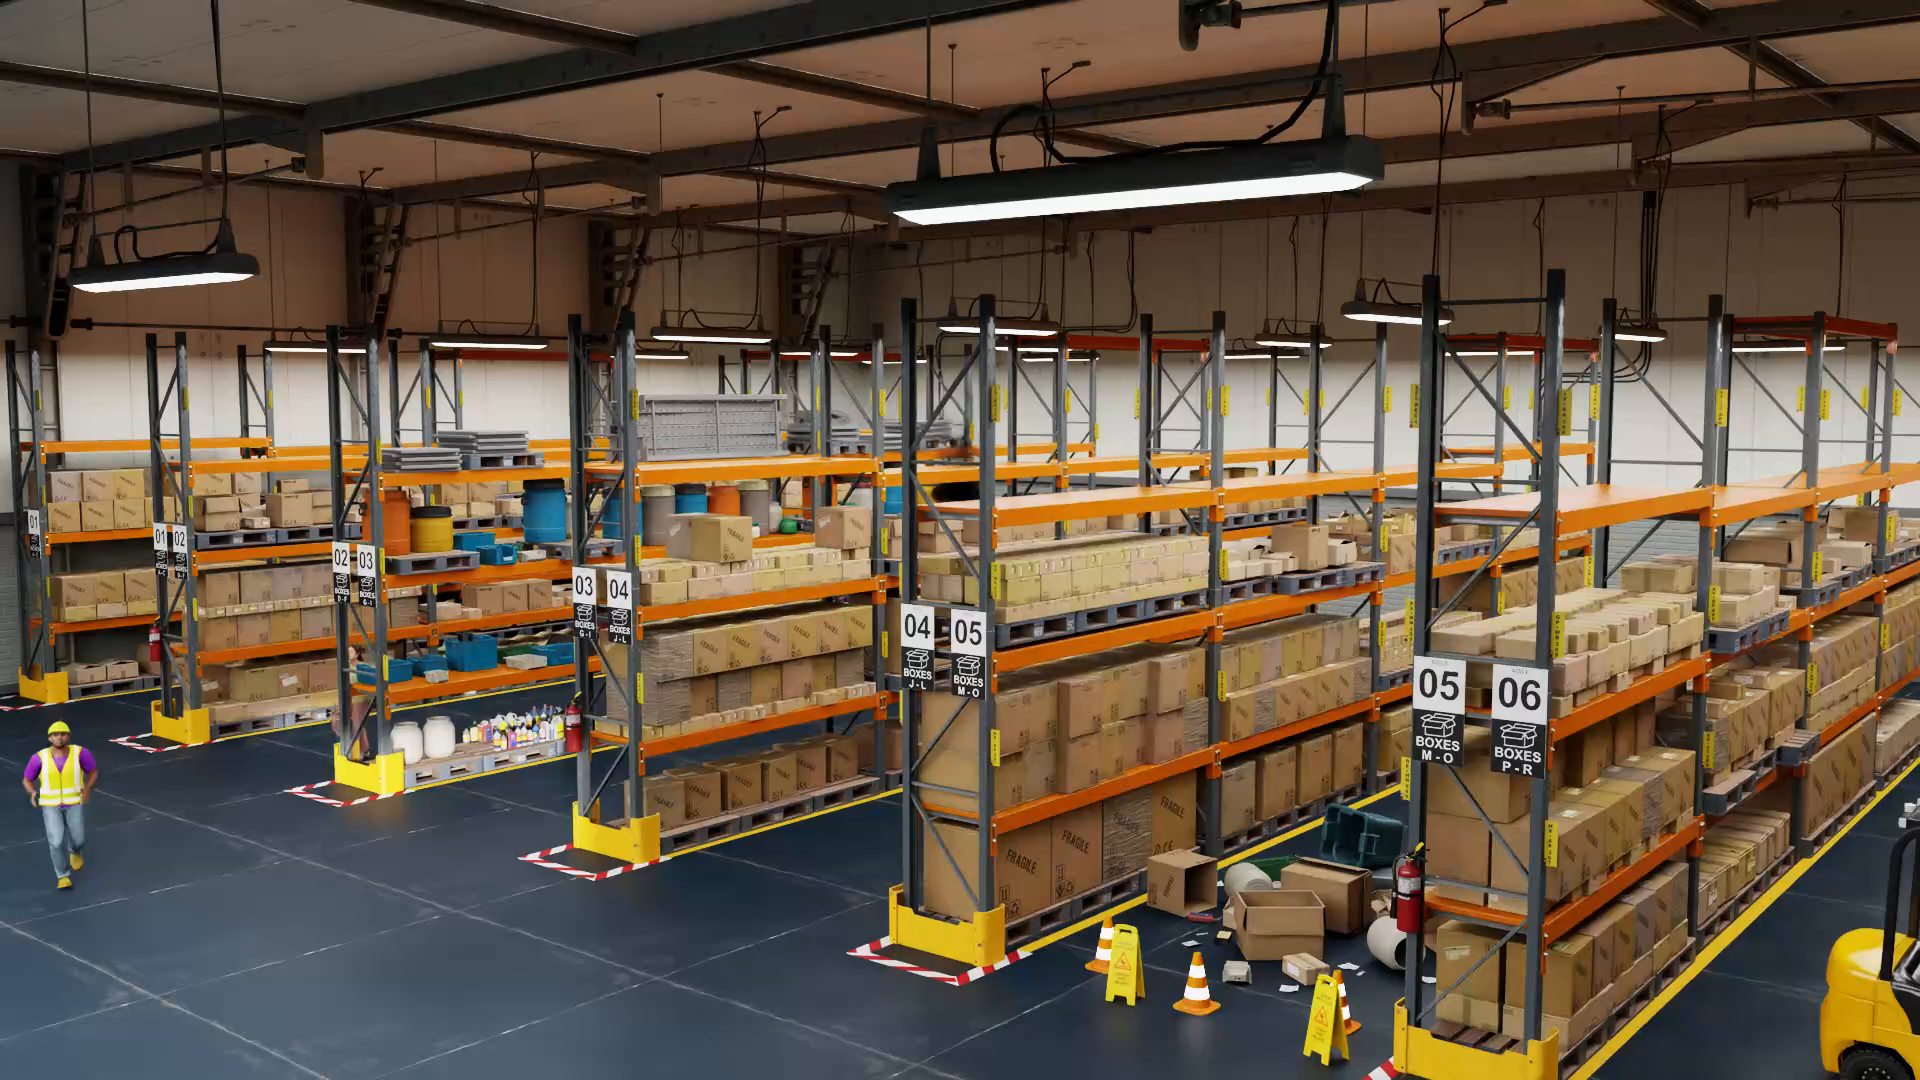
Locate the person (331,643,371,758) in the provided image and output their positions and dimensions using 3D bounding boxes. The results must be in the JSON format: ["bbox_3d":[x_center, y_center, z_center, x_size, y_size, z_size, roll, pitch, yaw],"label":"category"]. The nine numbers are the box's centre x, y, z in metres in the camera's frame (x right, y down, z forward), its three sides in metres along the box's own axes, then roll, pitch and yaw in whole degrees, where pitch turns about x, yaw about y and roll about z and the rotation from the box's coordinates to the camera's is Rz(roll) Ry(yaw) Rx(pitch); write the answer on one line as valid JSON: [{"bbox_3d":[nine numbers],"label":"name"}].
[{"bbox_3d":[-8.473,2.254,23.163,0.561,1.631,0.596,2,5,20],"label":"person"}]

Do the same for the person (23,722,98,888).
[{"bbox_3d":[-9.390,2.745,17.386,0.700,1.719,0.625,-3,6,-29],"label":"person"}]

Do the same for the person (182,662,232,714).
[{"bbox_3d":[-12.079,1.943,26.653,0.626,1.638,0.837,4,6,36],"label":"person"}]

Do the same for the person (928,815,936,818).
[{"bbox_3d":[-0.234,2.643,18.679,0.574,1.658,0.560,2,6,22],"label":"person"}]
